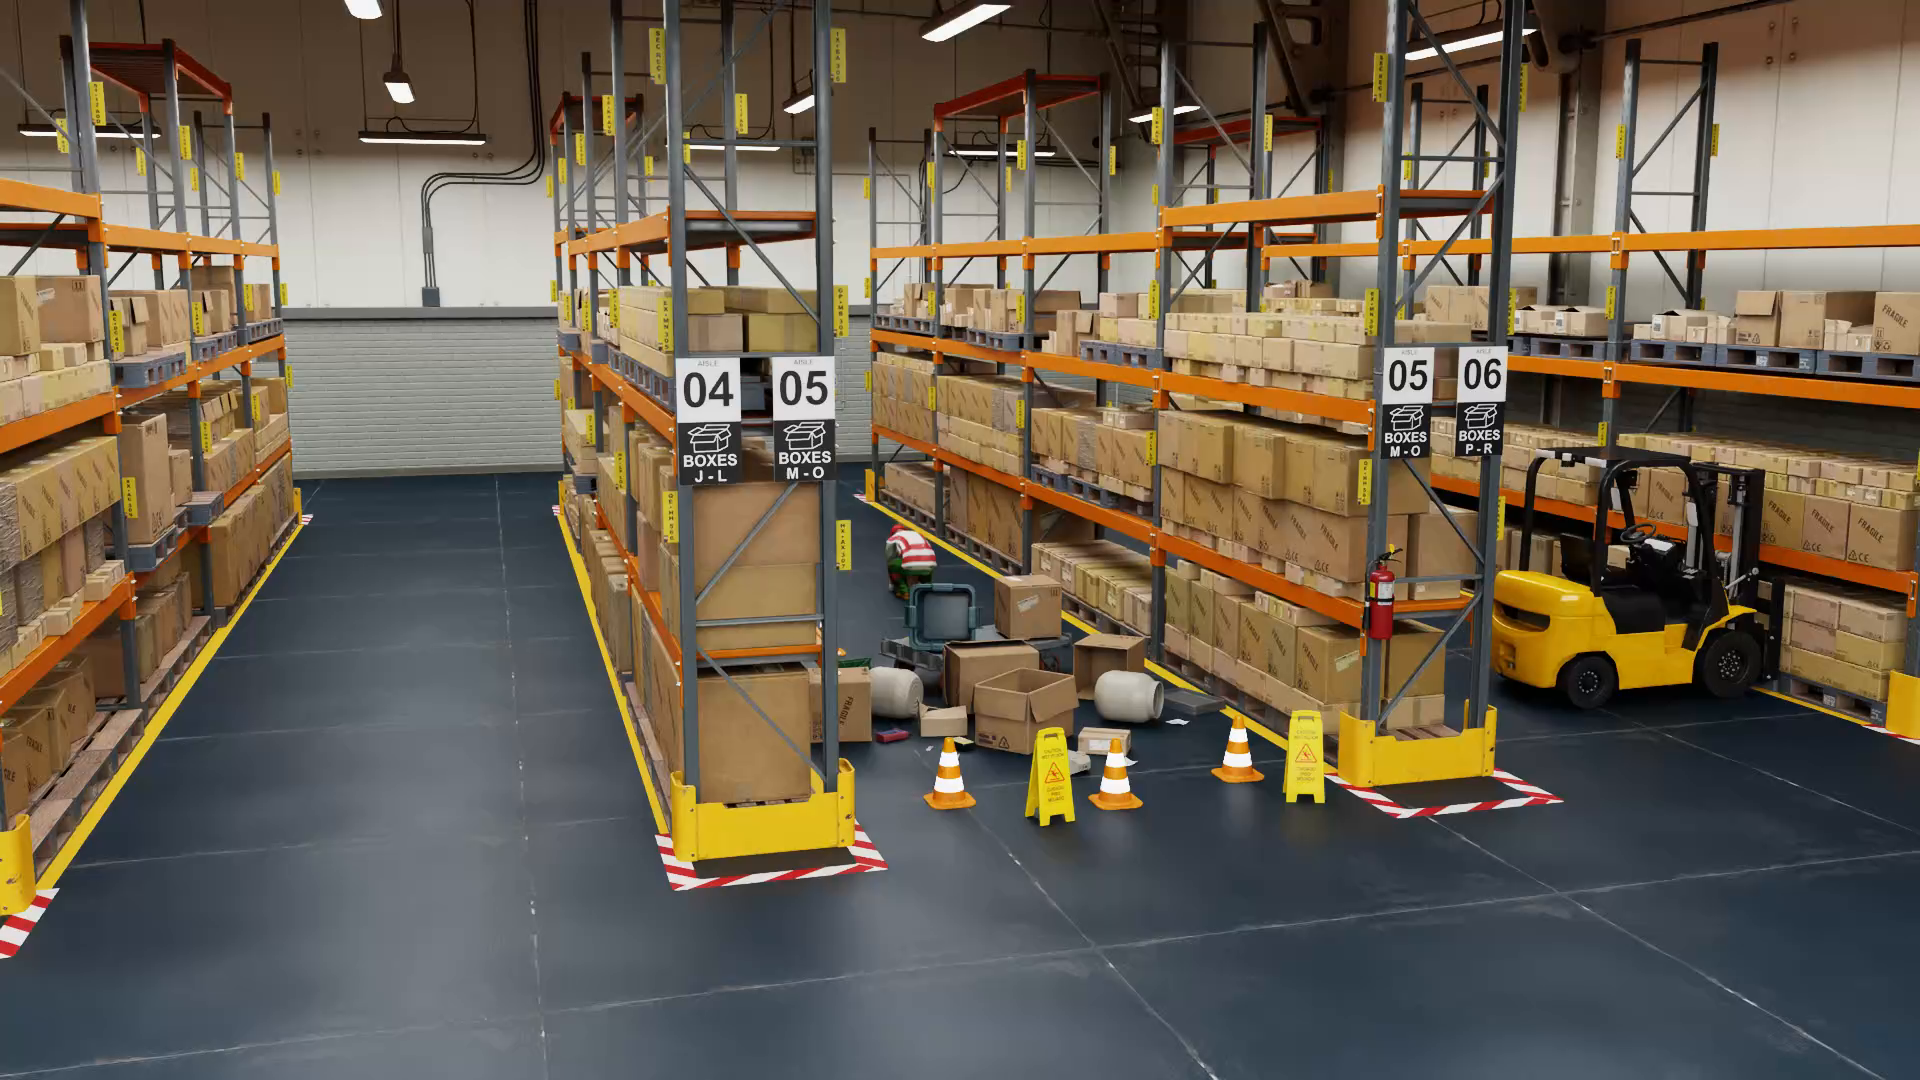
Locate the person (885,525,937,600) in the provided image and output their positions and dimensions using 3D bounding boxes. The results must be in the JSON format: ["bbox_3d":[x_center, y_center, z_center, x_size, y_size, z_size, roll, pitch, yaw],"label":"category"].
[{"bbox_3d":[-0.580,0.303,19.388,0.541,0.878,0.923,-3,10,-16],"label":"person"}]
